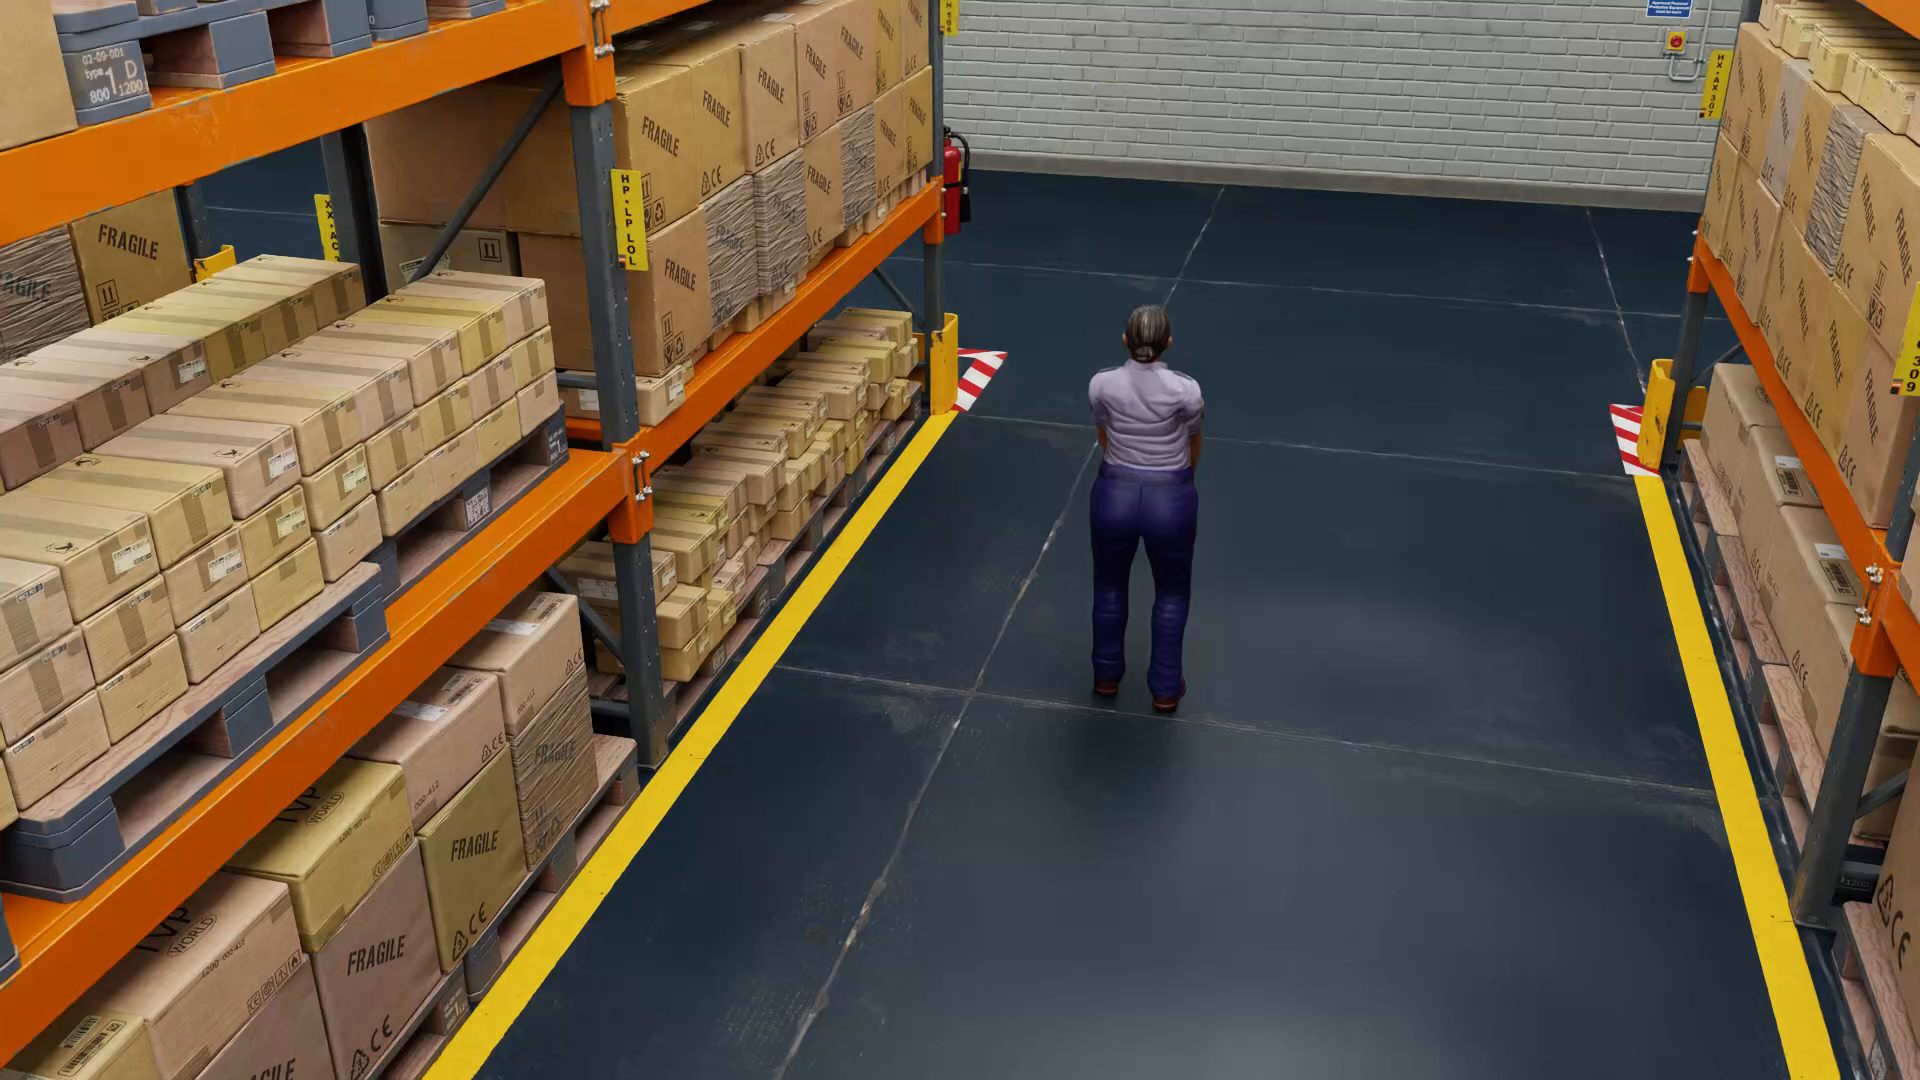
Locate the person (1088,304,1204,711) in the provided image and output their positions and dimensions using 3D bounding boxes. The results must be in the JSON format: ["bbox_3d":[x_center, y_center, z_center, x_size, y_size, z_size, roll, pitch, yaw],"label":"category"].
[{"bbox_3d":[0.714,-0.140,6.455,0.435,1.627,0.528,6,26,13],"label":"person"}]
